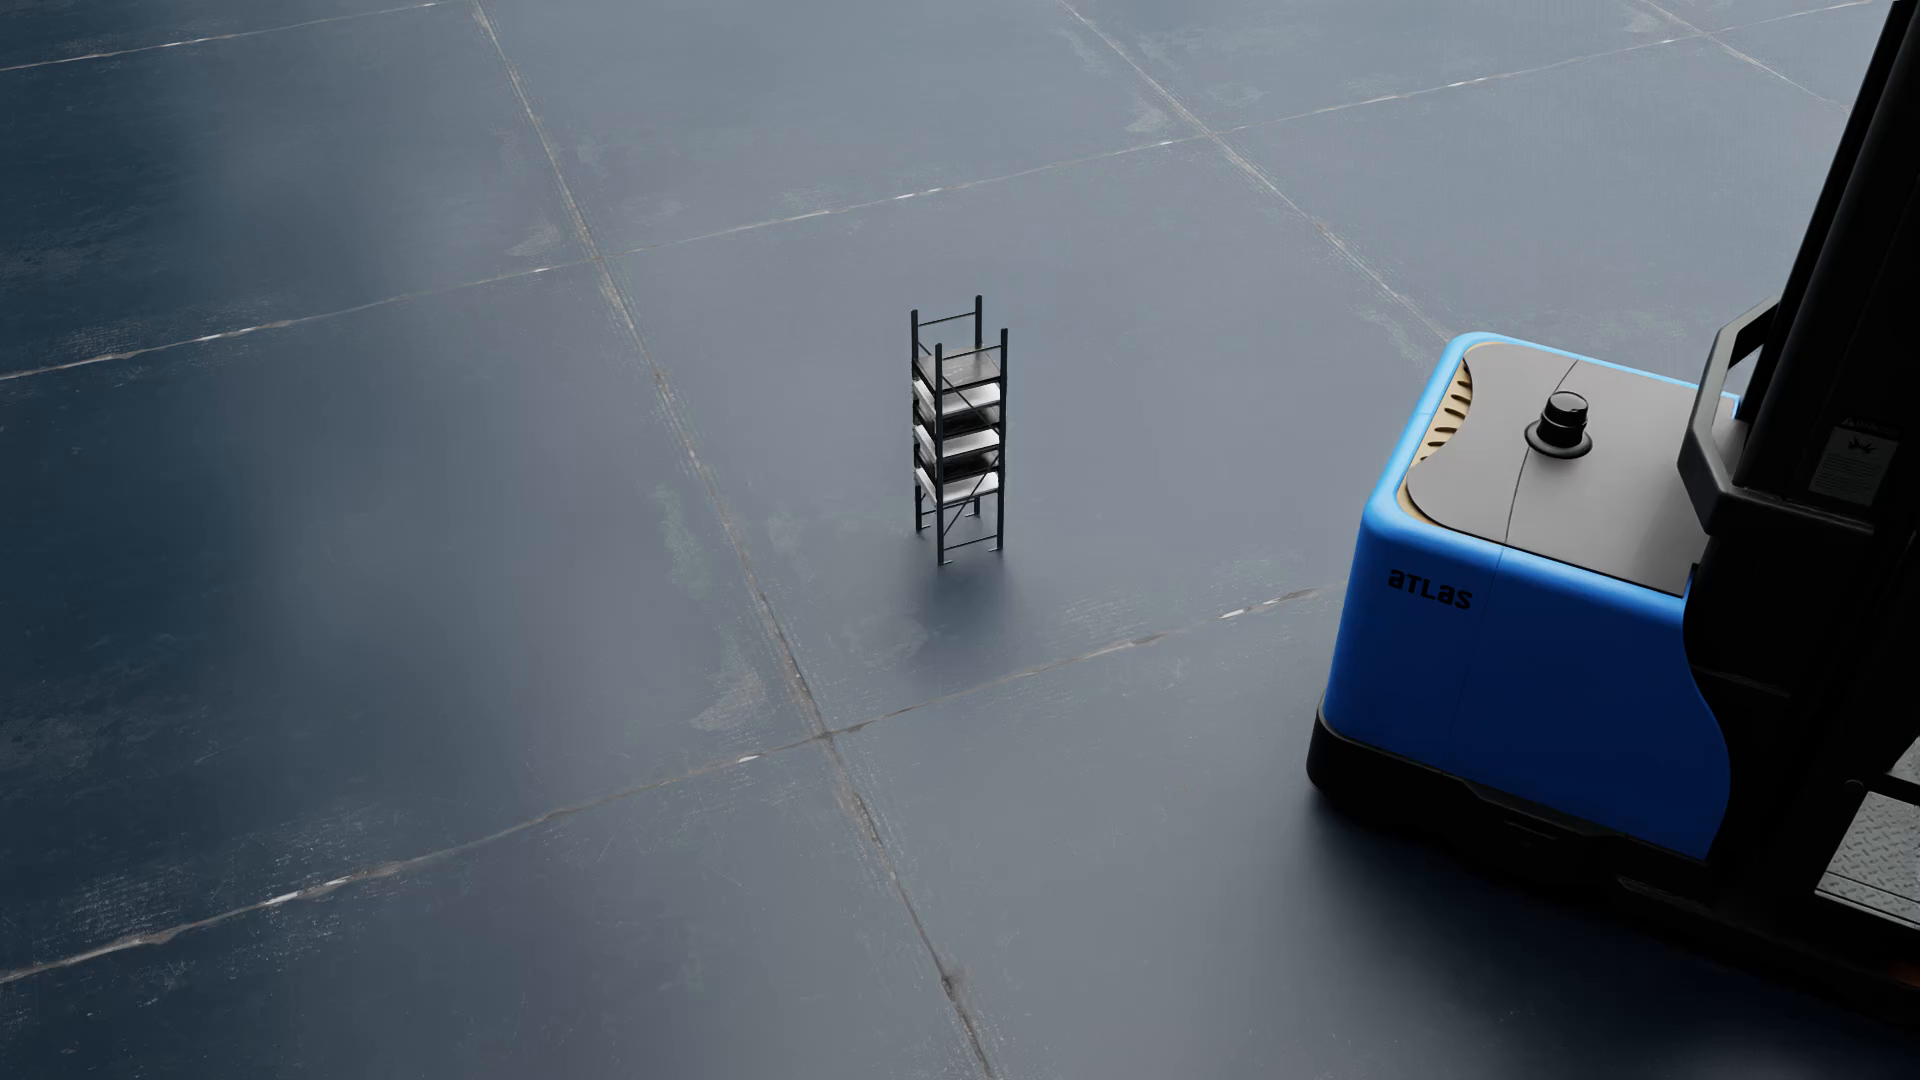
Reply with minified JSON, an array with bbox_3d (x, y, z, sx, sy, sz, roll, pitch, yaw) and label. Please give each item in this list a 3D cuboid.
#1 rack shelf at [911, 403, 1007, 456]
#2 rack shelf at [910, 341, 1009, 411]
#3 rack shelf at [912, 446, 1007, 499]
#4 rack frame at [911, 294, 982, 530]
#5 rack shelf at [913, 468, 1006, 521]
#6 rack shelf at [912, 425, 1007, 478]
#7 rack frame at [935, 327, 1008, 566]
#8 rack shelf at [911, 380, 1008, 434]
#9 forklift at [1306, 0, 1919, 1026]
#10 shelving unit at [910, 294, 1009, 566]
[{"bbox_3d":[-0.003,-0.389,5.425,0.258,0.077,0.200,-15,43,-17],"label":"rack shelf"},{"bbox_3d":[-0.003,-0.526,5.308,0.258,0.077,0.200,-15,43,-17],"label":"rack shelf"},{"bbox_3d":[-0.003,-0.253,5.543,0.258,0.077,0.200,-15,43,-17],"label":"rack shelf"},{"bbox_3d":[-0.042,-0.407,5.534,0.240,0.900,0.006,-15,43,-17],"label":"rack frame"},{"bbox_3d":[-0.003,-0.184,5.601,0.258,0.077,0.200,-15,43,-17],"label":"rack shelf"},{"bbox_3d":[-0.003,-0.321,5.484,0.258,0.077,0.200,-15,43,-17],"label":"rack shelf"},{"bbox_3d":[0.036,-0.285,5.391,0.240,0.900,0.006,-15,43,-17],"label":"rack frame"},{"bbox_3d":[-0.003,-0.457,5.367,0.258,0.077,0.200,-15,43,-17],"label":"rack shelf"},{"bbox_3d":[2.563,-0.207,3.743,3.031,2.935,1.130,18,44,20],"label":"forklift"},{"bbox_3d":[-0.003,-0.346,5.462,0.258,0.900,0.210,-15,43,-17],"label":"shelving unit"}]
